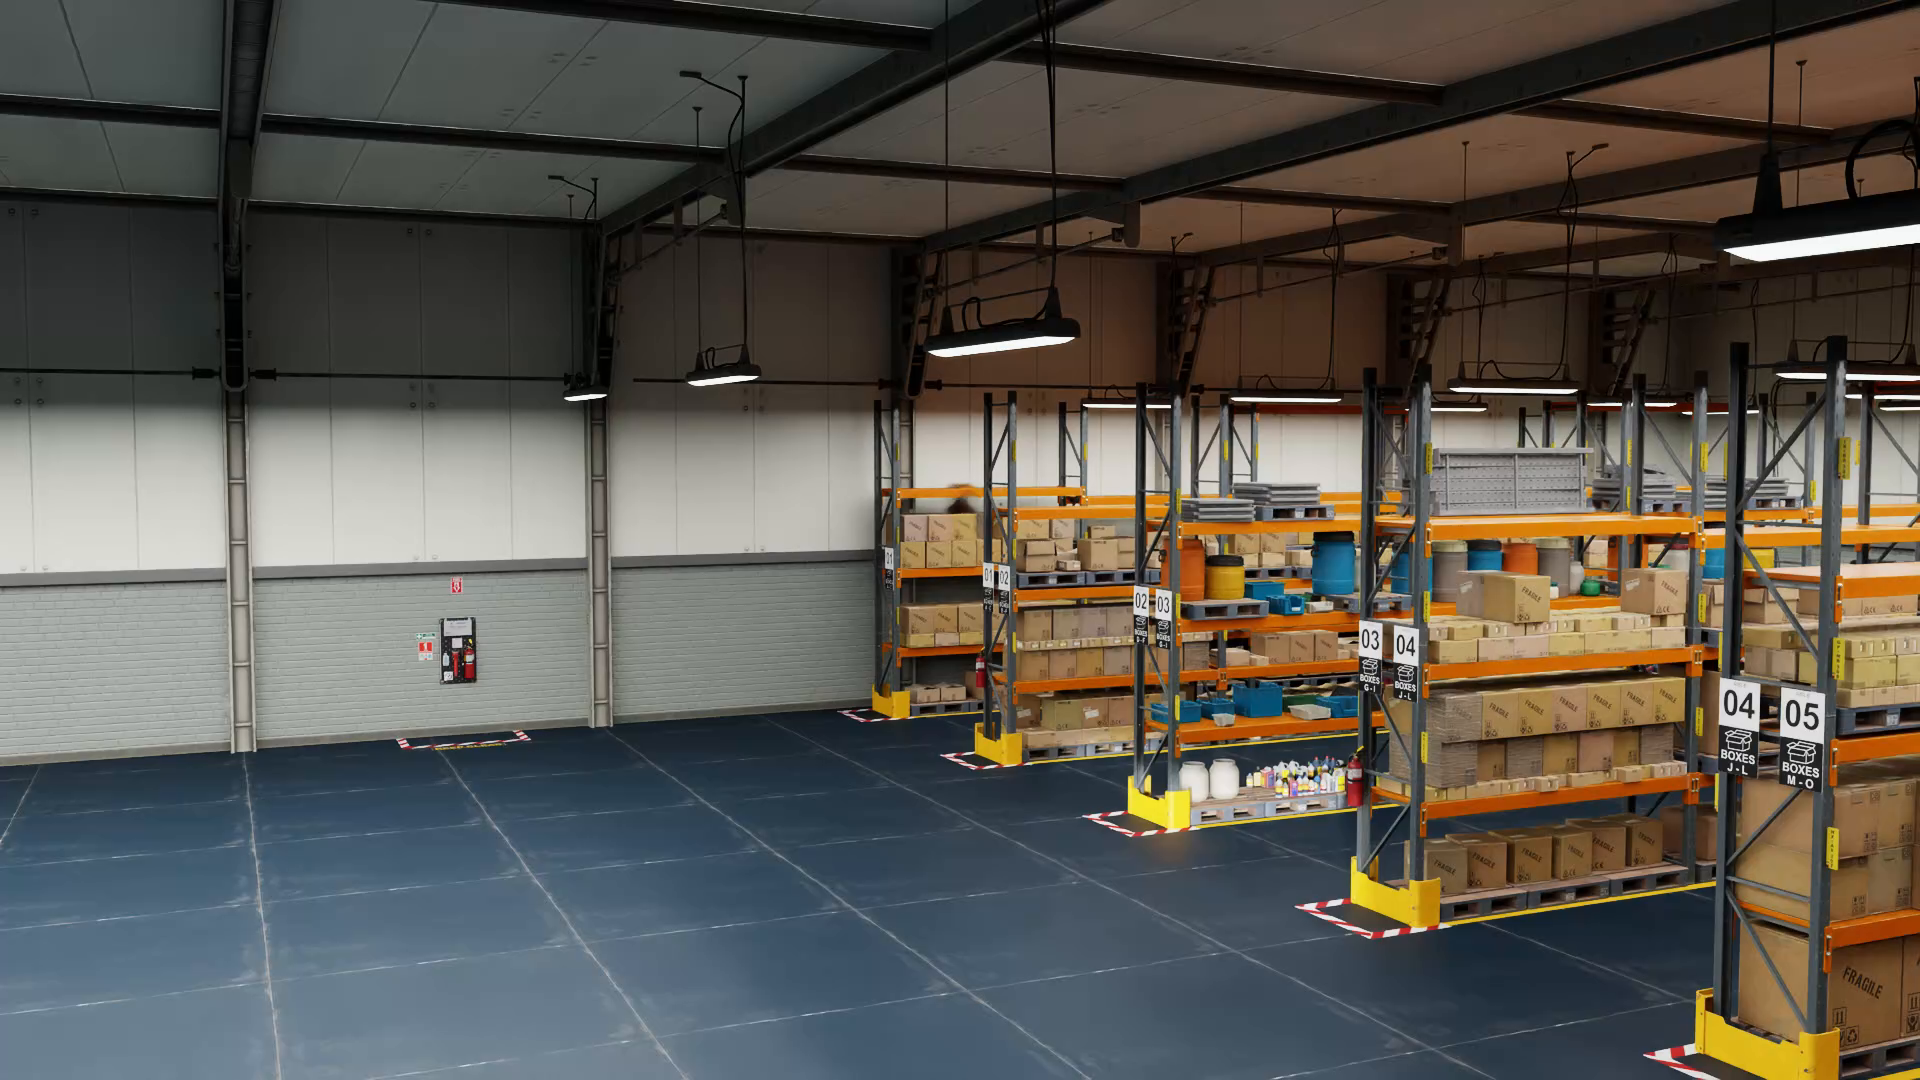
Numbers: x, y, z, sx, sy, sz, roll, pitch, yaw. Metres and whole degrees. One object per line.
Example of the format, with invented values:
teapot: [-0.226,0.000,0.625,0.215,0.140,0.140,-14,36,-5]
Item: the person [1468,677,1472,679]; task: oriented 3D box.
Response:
person: [8.814,2.688,28.939,0.725,1.561,0.414,-2,4,-36]
